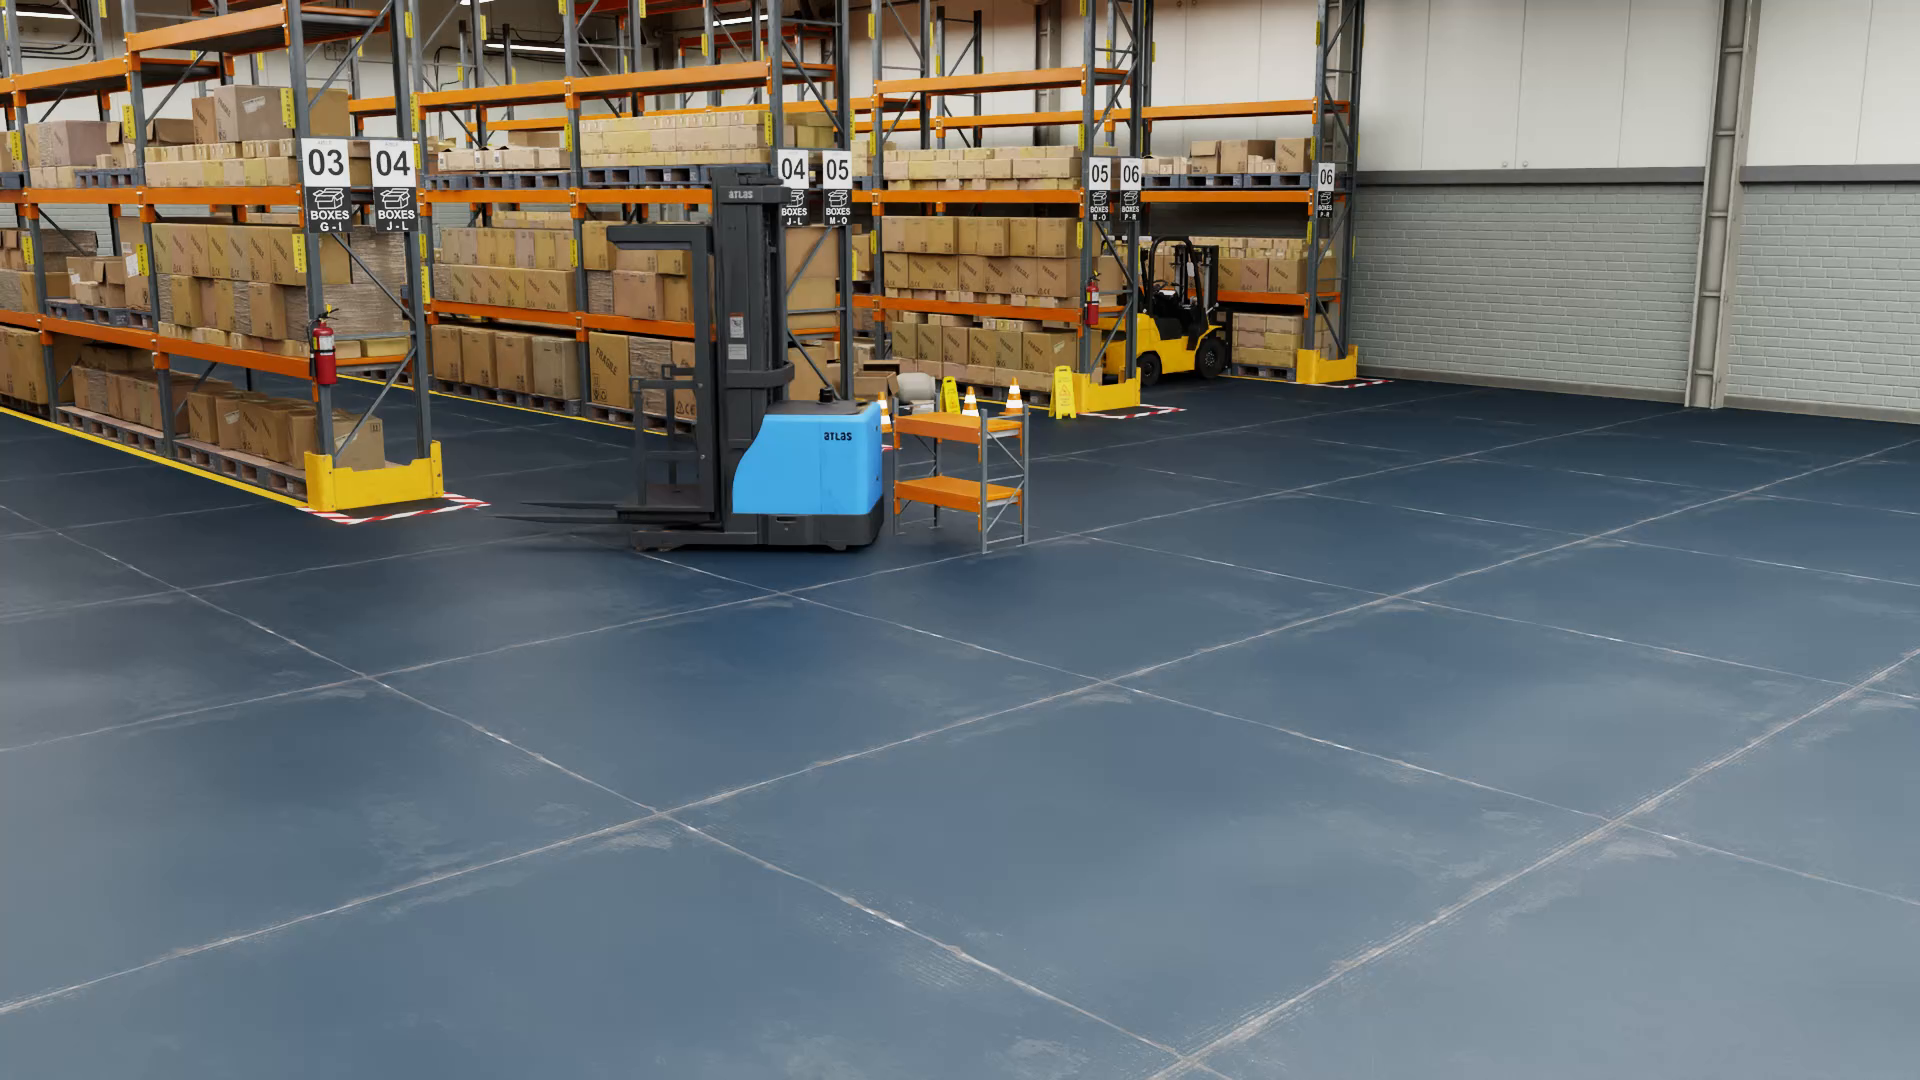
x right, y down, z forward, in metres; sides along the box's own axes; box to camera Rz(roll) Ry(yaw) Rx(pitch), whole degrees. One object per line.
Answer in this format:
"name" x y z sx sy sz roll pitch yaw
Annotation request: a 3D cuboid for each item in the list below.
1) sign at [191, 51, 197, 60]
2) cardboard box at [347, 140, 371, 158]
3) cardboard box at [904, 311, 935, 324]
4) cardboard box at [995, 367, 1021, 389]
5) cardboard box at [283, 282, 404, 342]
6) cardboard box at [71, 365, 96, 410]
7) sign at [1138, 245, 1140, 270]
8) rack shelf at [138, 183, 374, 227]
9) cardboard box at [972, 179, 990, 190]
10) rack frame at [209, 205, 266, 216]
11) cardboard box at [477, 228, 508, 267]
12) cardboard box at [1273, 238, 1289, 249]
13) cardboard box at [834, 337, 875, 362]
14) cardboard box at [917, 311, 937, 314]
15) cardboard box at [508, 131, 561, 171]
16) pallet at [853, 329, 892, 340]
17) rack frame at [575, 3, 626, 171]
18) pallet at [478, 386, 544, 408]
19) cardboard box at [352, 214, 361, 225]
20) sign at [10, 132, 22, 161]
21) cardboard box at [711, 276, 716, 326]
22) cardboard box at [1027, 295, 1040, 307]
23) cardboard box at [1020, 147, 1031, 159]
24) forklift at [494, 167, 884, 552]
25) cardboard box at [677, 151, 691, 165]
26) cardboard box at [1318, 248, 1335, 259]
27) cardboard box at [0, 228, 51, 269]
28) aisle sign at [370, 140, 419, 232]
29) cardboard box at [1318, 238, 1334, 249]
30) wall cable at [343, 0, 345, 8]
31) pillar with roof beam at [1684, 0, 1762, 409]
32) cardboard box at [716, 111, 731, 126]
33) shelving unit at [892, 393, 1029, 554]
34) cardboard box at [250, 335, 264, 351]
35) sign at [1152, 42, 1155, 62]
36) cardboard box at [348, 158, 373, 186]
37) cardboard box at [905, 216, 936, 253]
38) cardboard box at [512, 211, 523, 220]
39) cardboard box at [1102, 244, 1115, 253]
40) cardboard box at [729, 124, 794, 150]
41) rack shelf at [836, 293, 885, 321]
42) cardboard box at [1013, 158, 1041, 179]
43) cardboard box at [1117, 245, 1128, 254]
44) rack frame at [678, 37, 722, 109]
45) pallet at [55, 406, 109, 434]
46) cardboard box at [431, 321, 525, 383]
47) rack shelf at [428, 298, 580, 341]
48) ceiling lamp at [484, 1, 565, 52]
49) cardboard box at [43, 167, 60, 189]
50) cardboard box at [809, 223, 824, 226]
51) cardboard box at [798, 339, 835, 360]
"sign" -13.025 -8.178 28.294 0.100 0.325 0.005 -11 16 -43
"cardboard box" -5.264 -3.471 14.775 0.380 0.149 0.250 -11 16 -43
"cardboard box" -0.580 -3.166 23.652 0.380 0.149 0.250 -11 16 -42
"cardboard box" 0.822 -2.205 22.452 0.500 0.250 0.500 -11 16 -42
"cardboard box" -5.601 -2.086 15.119 0.875 0.500 0.500 -11 16 -43
"cardboard box" -10.288 -1.871 20.165 0.500 0.500 0.700 11 16 42
"sign" 2.319 -3.688 21.734 0.100 0.325 0.005 -11 16 -43
"rack shelf" -6.622 -3.216 15.938 1.077 0.370 4.000 -11 16 -43
"cardboard box" 0.385 -4.766 22.298 0.380 0.149 0.250 -11 16 -43
"rack frame" -12.633 -4.819 29.368 1.000 3.000 0.127 -11 16 -43
"cardboard box" -6.099 -3.975 22.546 0.700 0.500 0.500 -11 16 -43
"cardboard box" 4.922 -4.448 24.973 0.380 0.149 0.250 -11 16 -42
"cardboard box" -1.699 -2.872 25.387 0.950 0.372 0.625 -10 15 -39
"cardboard box" -0.458 -4.061 30.845 0.500 0.500 0.500 -10 15 -41
"cardboard box" -5.705 -5.210 22.294 0.500 0.500 0.500 -11 16 -43
"pallet" -1.337 -3.975 32.181 1.003 0.211 1.213 -11 16 -43
"rack frame" -6.360 -7.878 29.349 1.000 3.000 0.127 -11 16 -43
"pallet" -5.780 -1.982 22.509 1.003 0.211 1.213 -11 16 -43
"cardboard box" -10.006 -5.019 26.878 0.500 0.500 0.500 -10 16 -41
"sign" -11.172 -4.660 19.686 0.100 0.325 0.005 -11 16 -43
"cardboard box" -2.268 -2.682 18.626 0.875 0.550 0.550 -11 16 -43
"cardboard box" 1.097 -3.152 21.900 0.380 0.149 0.250 -11 16 -44
"cardboard box" 1.002 -5.055 21.728 0.380 0.149 0.250 -11 16 -42
"forklift" -2.172 -1.449 13.182 3.031 2.935 1.130 1 12 4
"cardboard box" -2.935 -4.271 18.611 0.380 0.149 0.250 -11 16 -42
"cardboard box" 5.468 -4.333 25.154 0.250 0.149 0.380 11 16 44
"cardboard box" -12.174 -3.817 21.770 0.797 0.503 0.637 -10 15 -41
"aisle sign" -4.981 -3.114 14.648 0.394 0.787 0.004 -11 16 -43
"cardboard box" 5.437 -4.472 25.091 0.380 0.149 0.250 -11 16 -44
"wall cable" -14.011 -12.338 34.645 2.355 3.000 0.029 -11 16 -43
"pillar with roof beam" 6.715 -5.571 18.149 9.100 9.000 0.400 -11 16 -43
"cardboard box" -2.410 -4.551 17.993 0.380 0.149 0.250 -11 16 -42
"shelving unit" -0.005 -0.552 13.303 0.538 1.125 1.048 -11 16 -43
"cardboard box" -6.462 -1.877 15.713 0.380 0.149 0.250 -11 16 -43
"sign" 3.170 -8.012 27.290 0.100 0.325 0.005 -11 16 -43
"cardboard box" -5.386 -3.310 14.980 0.500 0.250 0.500 -10 15 -41
"cardboard box" -0.352 -4.285 23.312 0.700 0.500 0.500 -11 16 -42
"cardboard box" -8.192 -6.098 31.244 0.380 0.149 0.250 -11 16 -42
"cardboard box" 2.355 -4.850 27.664 0.380 0.149 0.250 -10 15 -41
"cardboard box" -2.124 -4.312 17.822 0.500 0.250 0.500 -11 16 -42
"rack shelf" -2.217 -3.712 25.777 1.077 0.370 4.000 -11 16 -43
"cardboard box" 1.042 -4.842 21.683 0.500 0.250 0.500 -11 16 -43
"cardboard box" 2.782 -4.748 27.168 0.380 0.149 0.250 -11 16 -43
"rack frame" -5.535 -9.154 35.543 1.000 3.000 0.127 -11 16 -43
"pallet" -10.227 -1.495 20.145 1.003 0.211 1.213 -11 16 -43
"cardboard box" -6.753 -2.654 23.394 1.050 0.750 0.750 -11 16 -43
"rack shelf" -5.727 -3.007 22.357 1.077 0.370 4.000 -11 16 -43
"ceiling lamp" -9.070 -12.080 35.278 2.000 3.185 0.800 -11 16 -43
"cardboard box" -10.271 -4.192 19.262 0.500 0.250 0.500 -10 16 -41
"cardboard box" -2.264 -4.875 26.005 0.250 0.149 0.380 11 16 42
"cardboard box" -2.102 -2.666 23.238 0.500 0.500 0.500 -11 16 -43
